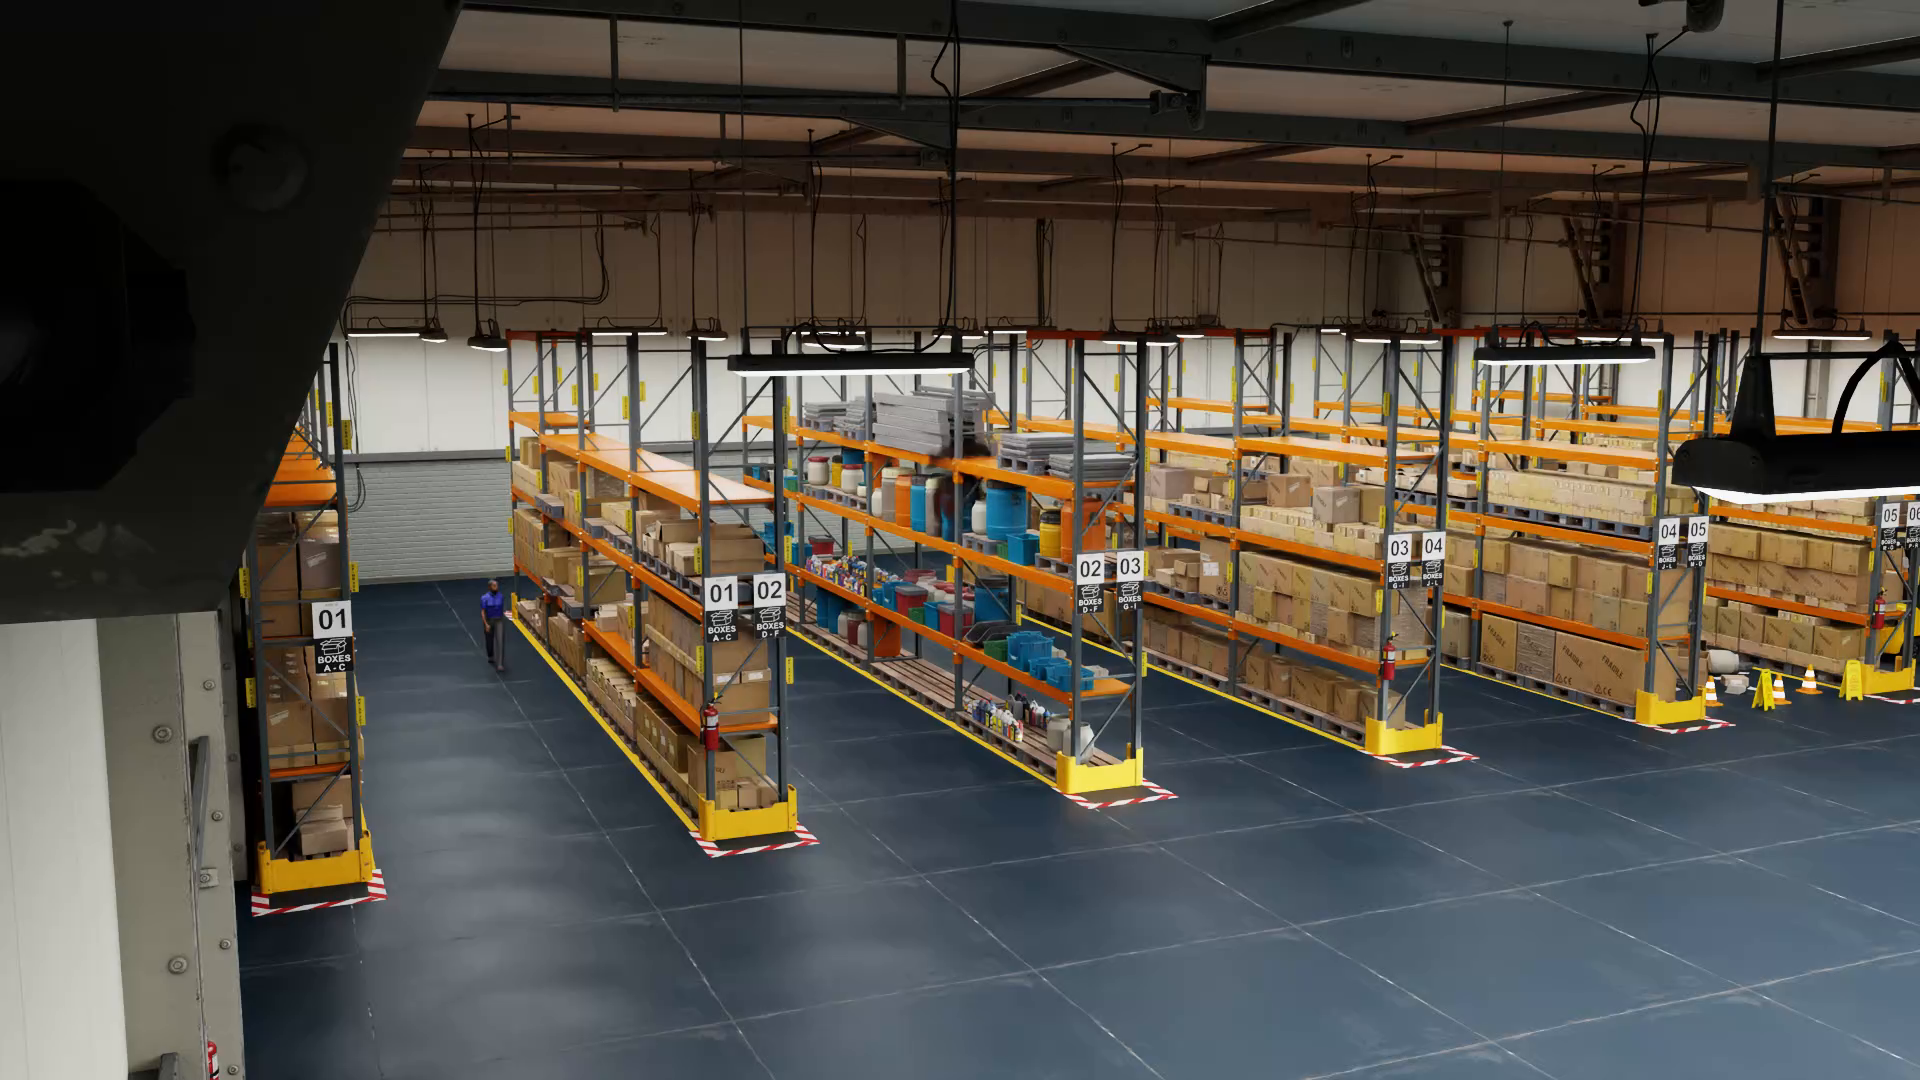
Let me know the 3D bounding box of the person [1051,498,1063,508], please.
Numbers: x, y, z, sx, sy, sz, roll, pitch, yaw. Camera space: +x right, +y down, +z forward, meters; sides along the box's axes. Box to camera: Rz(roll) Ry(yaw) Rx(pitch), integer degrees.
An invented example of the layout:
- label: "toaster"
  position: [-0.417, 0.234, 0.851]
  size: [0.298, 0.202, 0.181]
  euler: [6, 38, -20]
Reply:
- label: "person"
  position: [2.600, -0.436, 43.333]
  size: [0.616, 1.654, 0.437]
  euler: [-3, 9, -24]

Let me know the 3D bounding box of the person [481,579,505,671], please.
- label: "person"
  position: [-8.342, 1.496, 29.726]
  size: [0.413, 1.608, 0.949]
  euler: [-2, 8, -16]

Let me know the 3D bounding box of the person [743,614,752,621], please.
- label: "person"
  position: [-3.642, 1.633, 27.920]
  size: [0.567, 1.733, 1.017]
  euler: [-4, 9, -29]
